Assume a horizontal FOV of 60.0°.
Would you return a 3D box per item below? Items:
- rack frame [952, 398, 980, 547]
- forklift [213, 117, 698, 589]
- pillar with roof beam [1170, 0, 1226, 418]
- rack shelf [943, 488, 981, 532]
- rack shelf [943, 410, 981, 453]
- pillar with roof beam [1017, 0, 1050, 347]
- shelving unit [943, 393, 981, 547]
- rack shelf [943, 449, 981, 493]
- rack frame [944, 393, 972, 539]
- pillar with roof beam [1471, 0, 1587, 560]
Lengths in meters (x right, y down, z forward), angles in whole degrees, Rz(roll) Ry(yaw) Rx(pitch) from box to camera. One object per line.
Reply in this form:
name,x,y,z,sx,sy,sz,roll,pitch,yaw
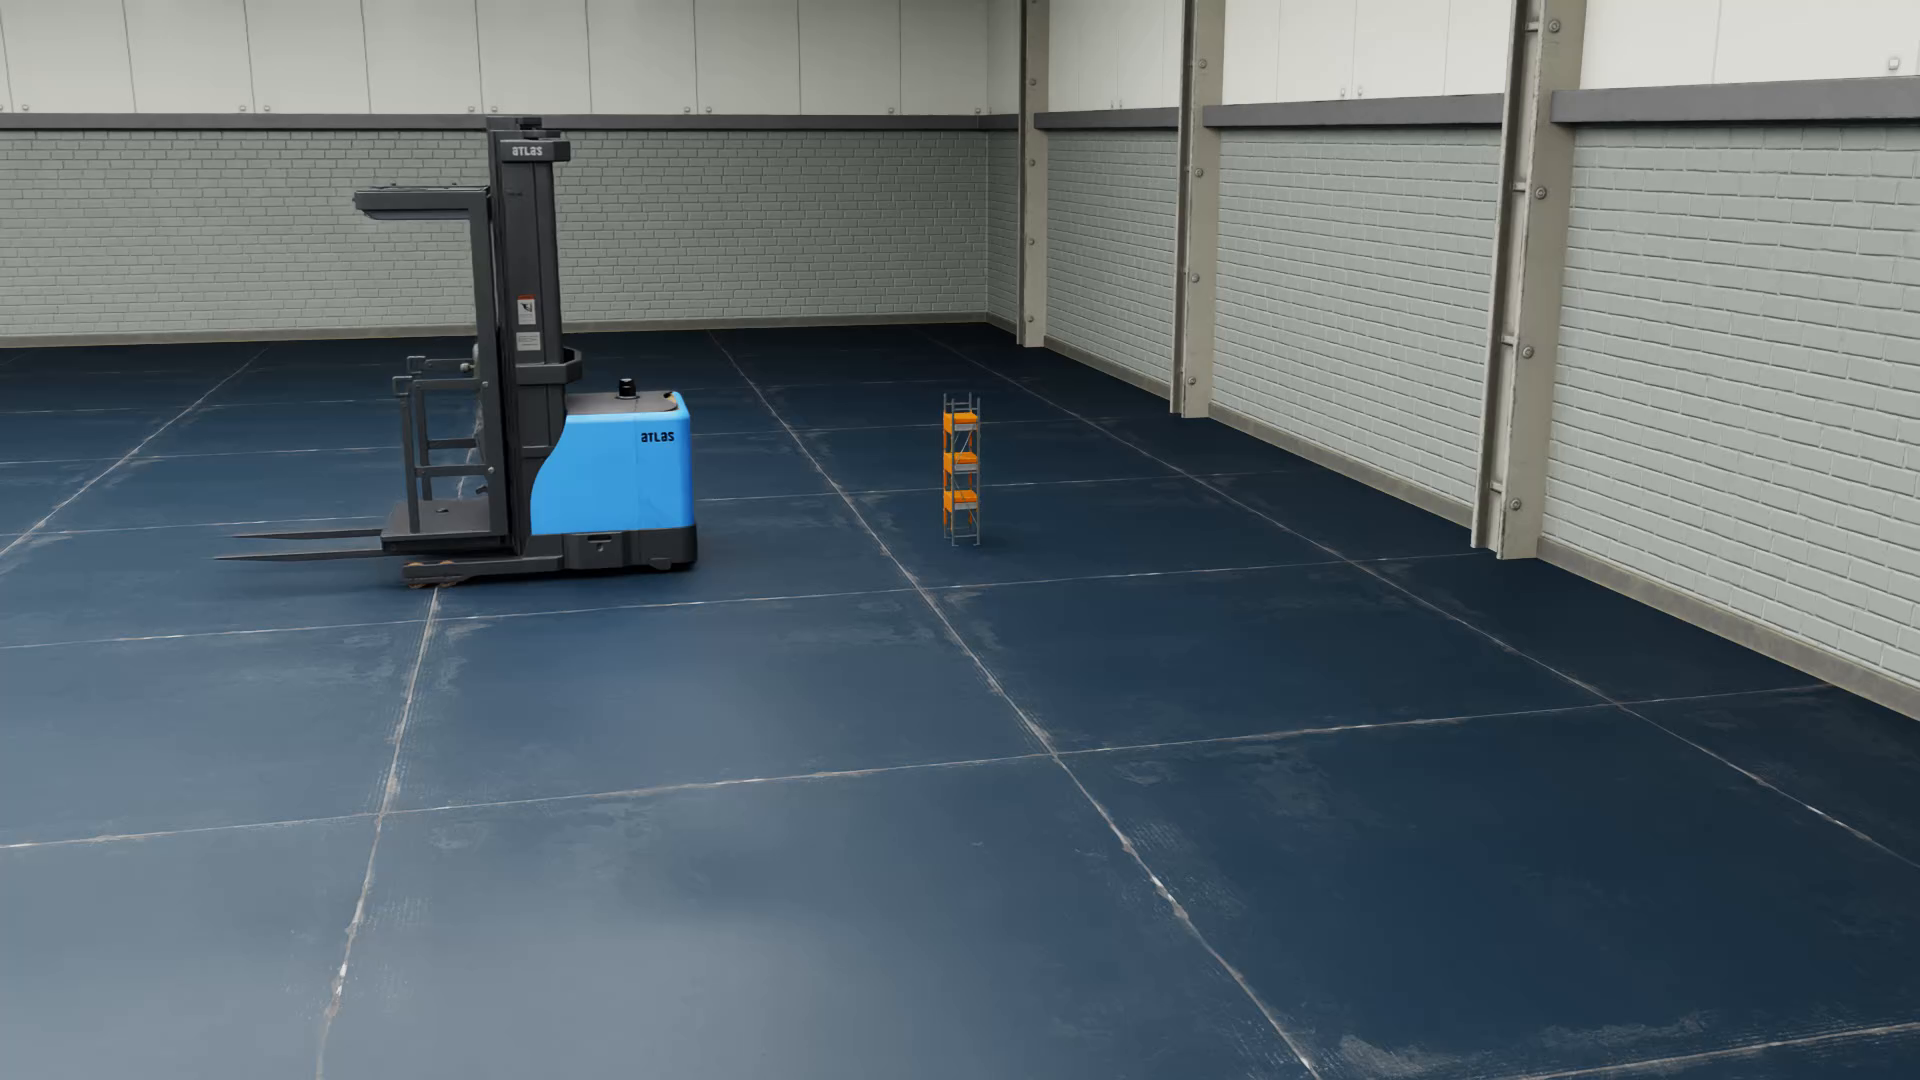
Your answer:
rack frame,0.041,-0.470,11.637,0.200,1.050,0.008,-3,14,-13
forklift,-3.326,-1.250,10.868,3.031,2.935,1.130,-3,14,-13
pillar with roof beam,-1.792,-5.436,15.215,9.100,9.000,0.400,-3,14,-13
rack shelf,0.013,-0.217,11.820,0.215,0.259,0.240,-3,14,-13
rack shelf,0.013,-0.763,11.687,0.215,0.259,0.240,-3,14,-13
pillar with roof beam,-3.202,-6.820,20.880,9.100,9.000,0.400,-3,14,-13
shelving unit,0.013,-0.498,11.752,0.215,1.050,0.252,-3,14,-13
rack shelf,0.013,-0.487,11.754,0.215,0.259,0.240,-3,14,-13
rack frame,-0.016,-0.526,11.867,0.200,1.050,0.008,-3,14,-13
pillar with roof beam,-0.383,-4.051,9.549,9.100,9.000,0.400,-3,14,-13
